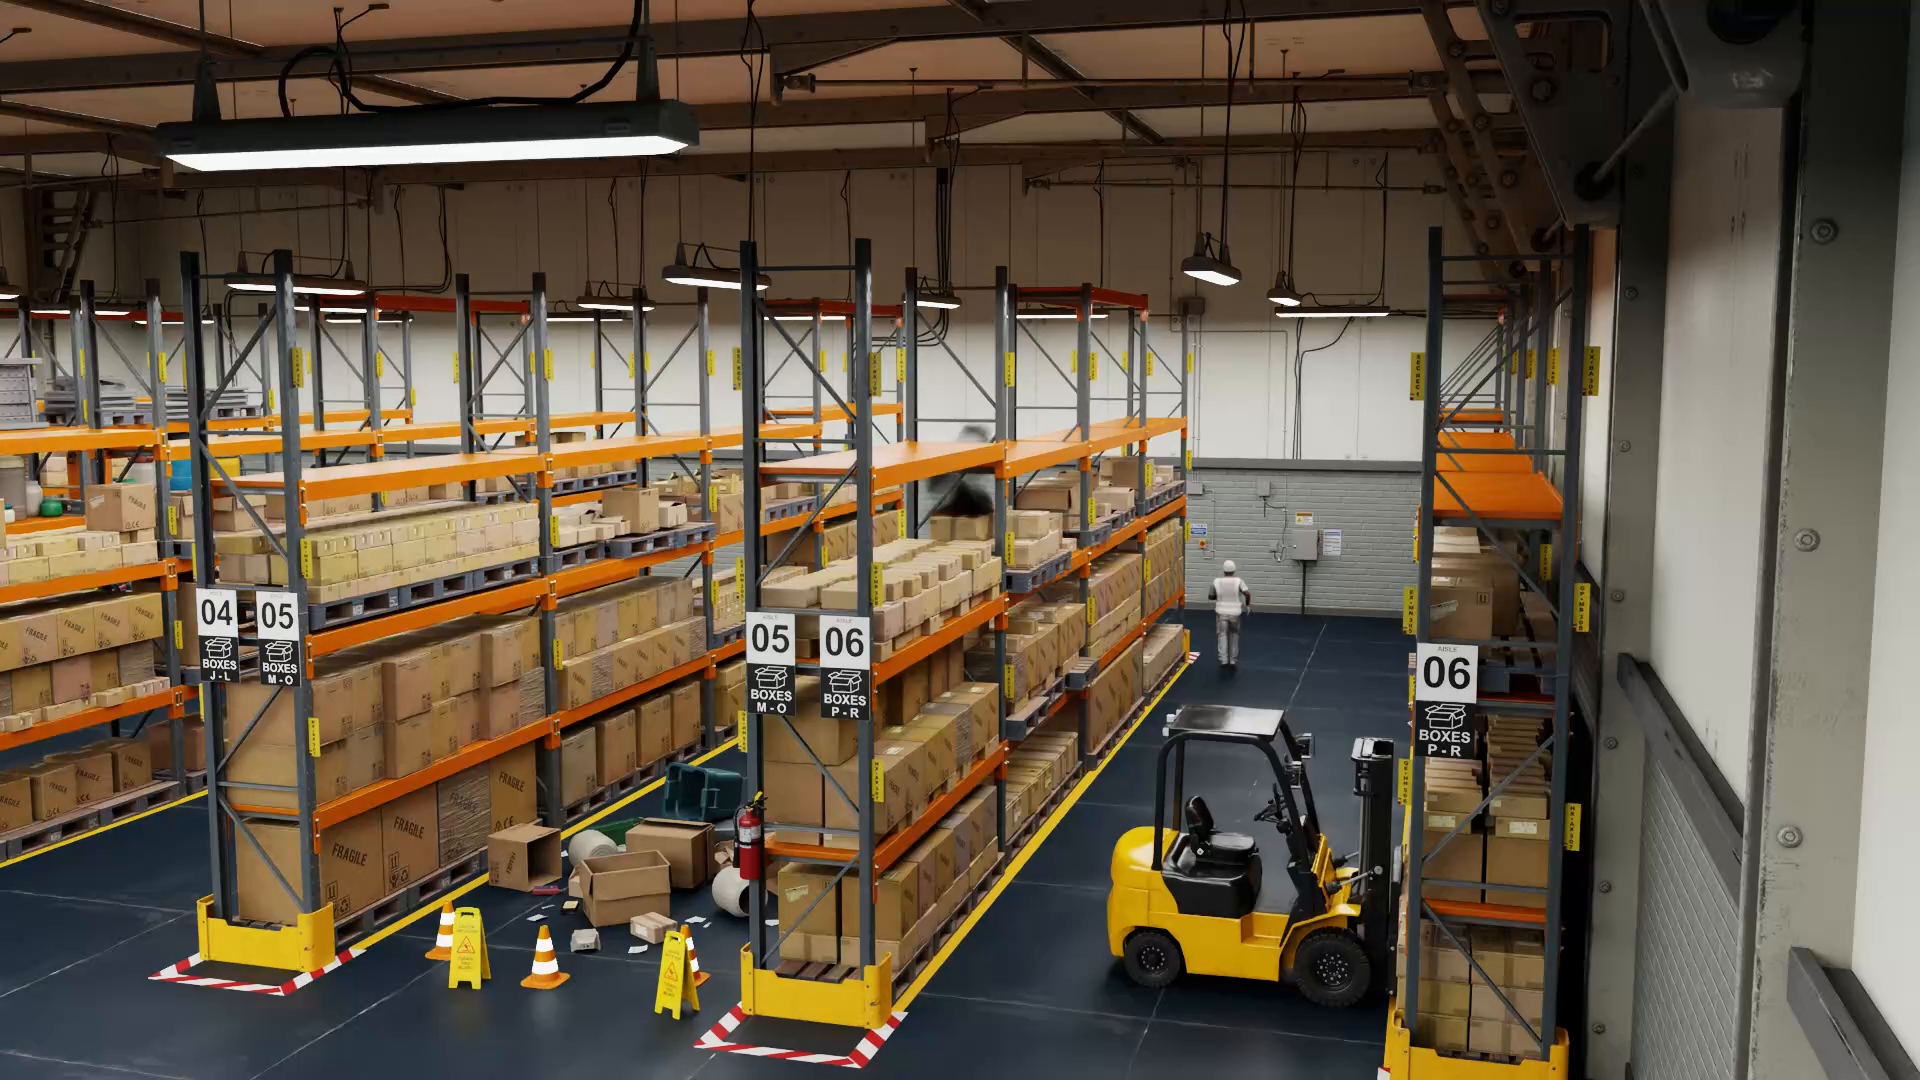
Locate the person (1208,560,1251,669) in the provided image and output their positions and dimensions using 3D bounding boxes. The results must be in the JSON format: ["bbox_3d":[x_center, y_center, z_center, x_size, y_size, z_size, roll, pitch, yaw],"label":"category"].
[{"bbox_3d":[4.375,1.226,27.081,0.677,1.805,0.925,1,6,7],"label":"person"}]
